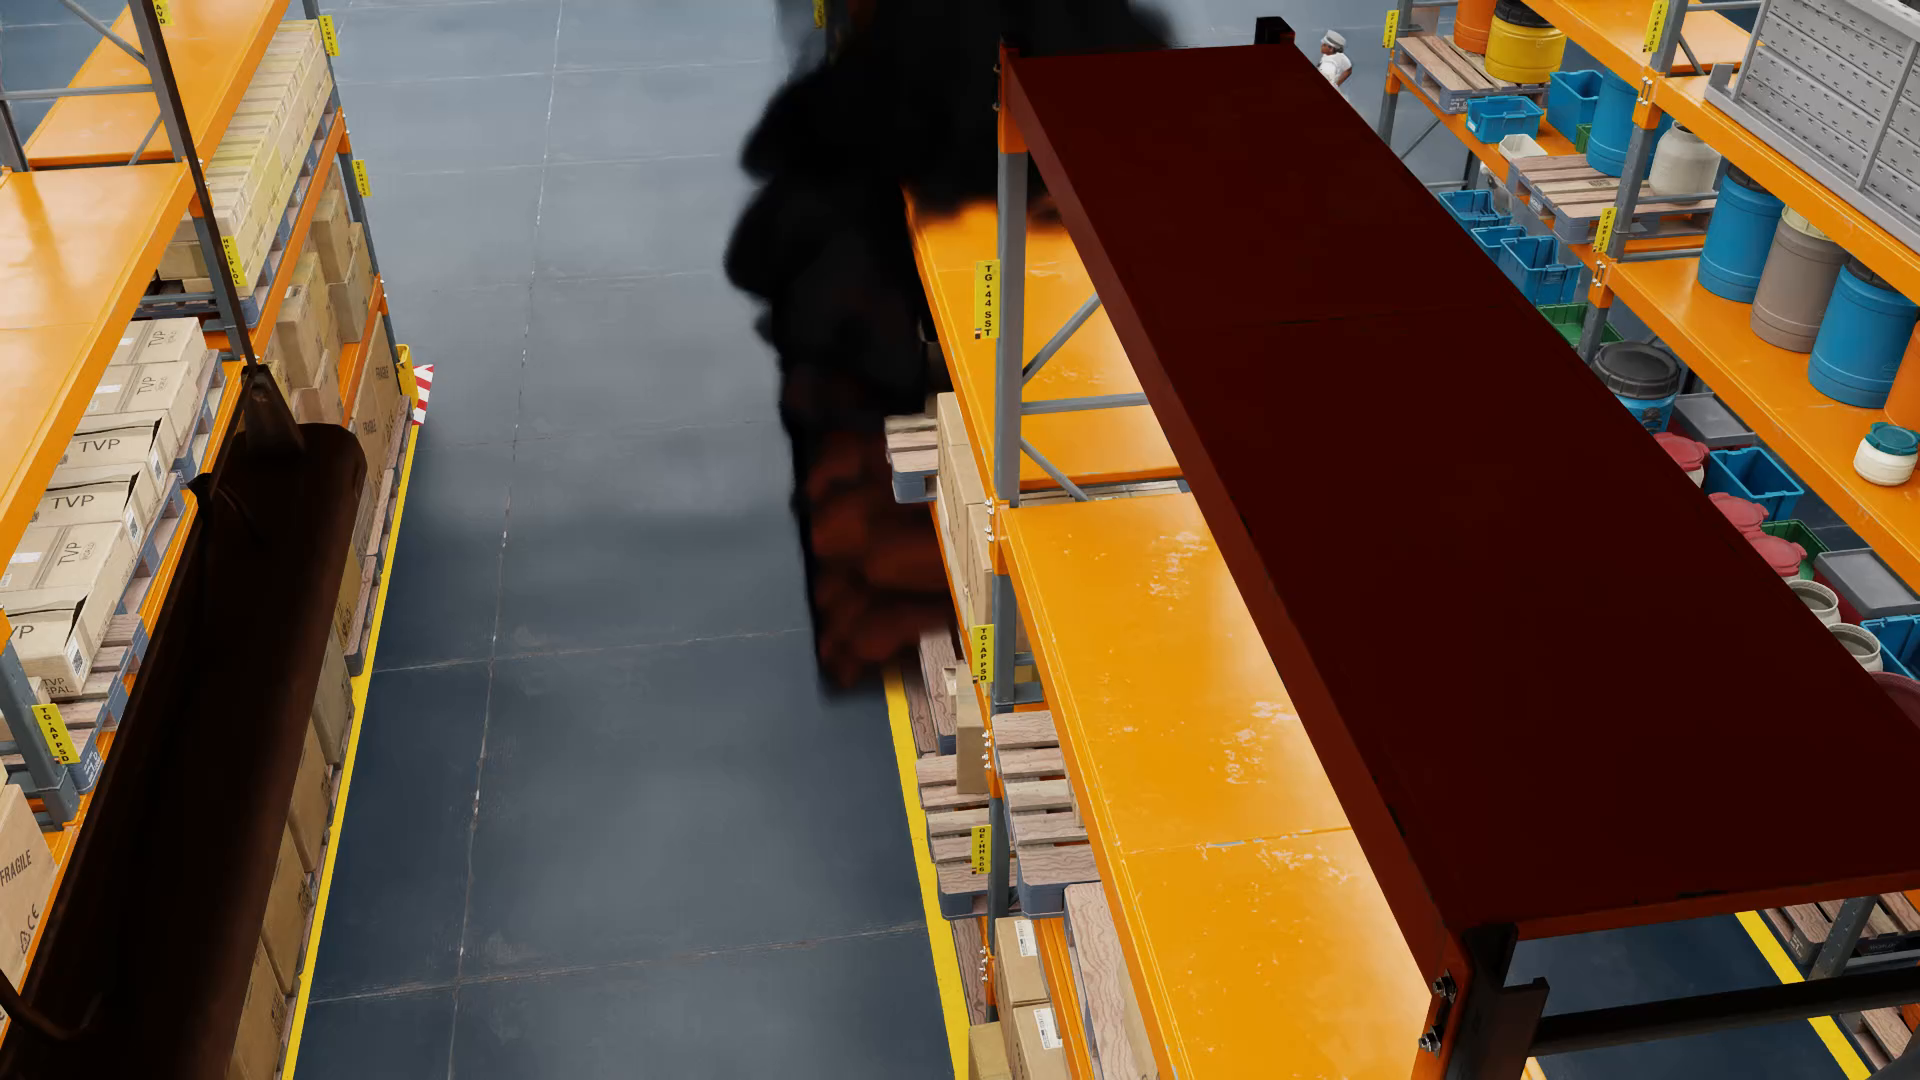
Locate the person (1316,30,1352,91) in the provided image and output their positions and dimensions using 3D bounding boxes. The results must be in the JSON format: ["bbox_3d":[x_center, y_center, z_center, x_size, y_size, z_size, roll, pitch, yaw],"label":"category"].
[{"bbox_3d":[4.093,-4.844,18.610,0.870,1.732,0.572,8,37,11],"label":"person"}]

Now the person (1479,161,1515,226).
[{"bbox_3d":[5.289,-3.416,16.265,0.598,1.778,0.647,-30,45,-34],"label":"person"}]
